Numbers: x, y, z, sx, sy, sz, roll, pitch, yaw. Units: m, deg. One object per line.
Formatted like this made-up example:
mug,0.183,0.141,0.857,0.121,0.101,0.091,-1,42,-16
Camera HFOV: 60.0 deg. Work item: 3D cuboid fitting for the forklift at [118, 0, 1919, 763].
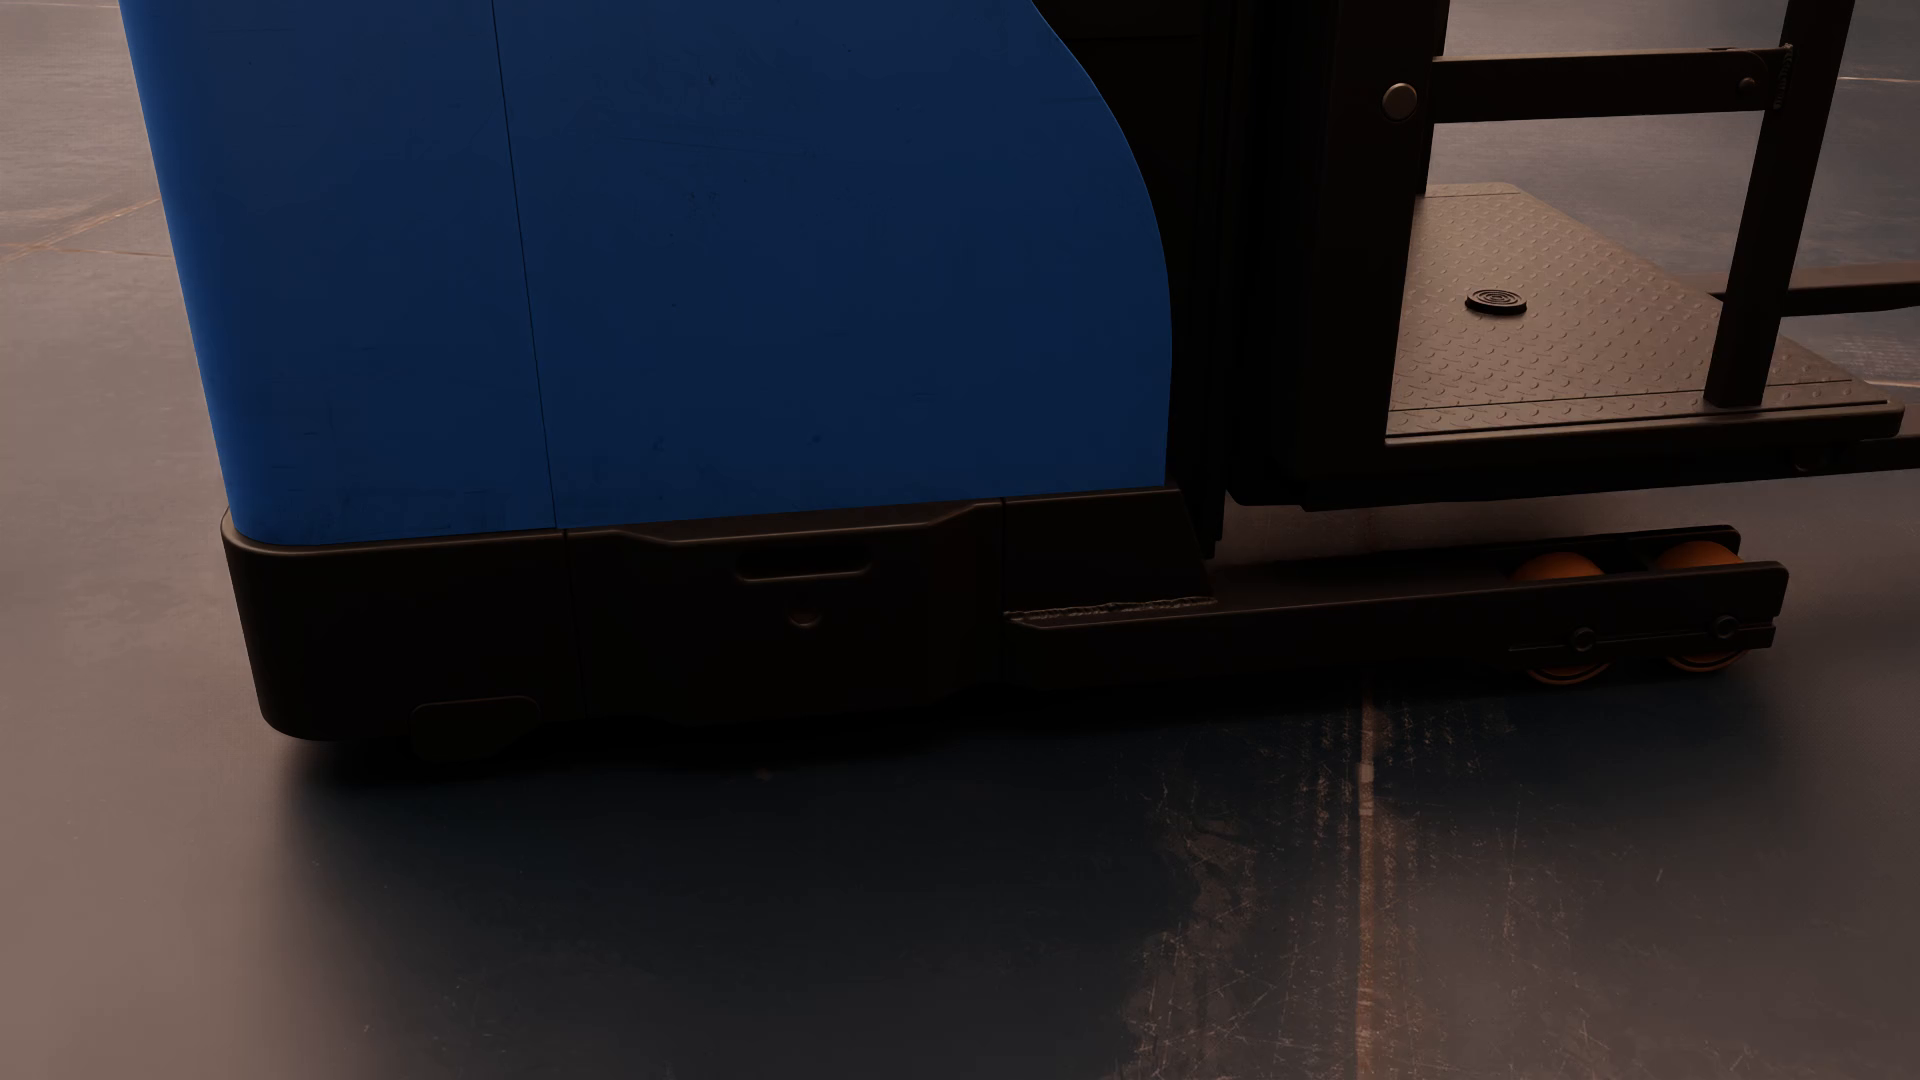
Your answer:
forklift,0.600,-1.354,1.930,3.031,2.935,1.130,-4,27,-9
